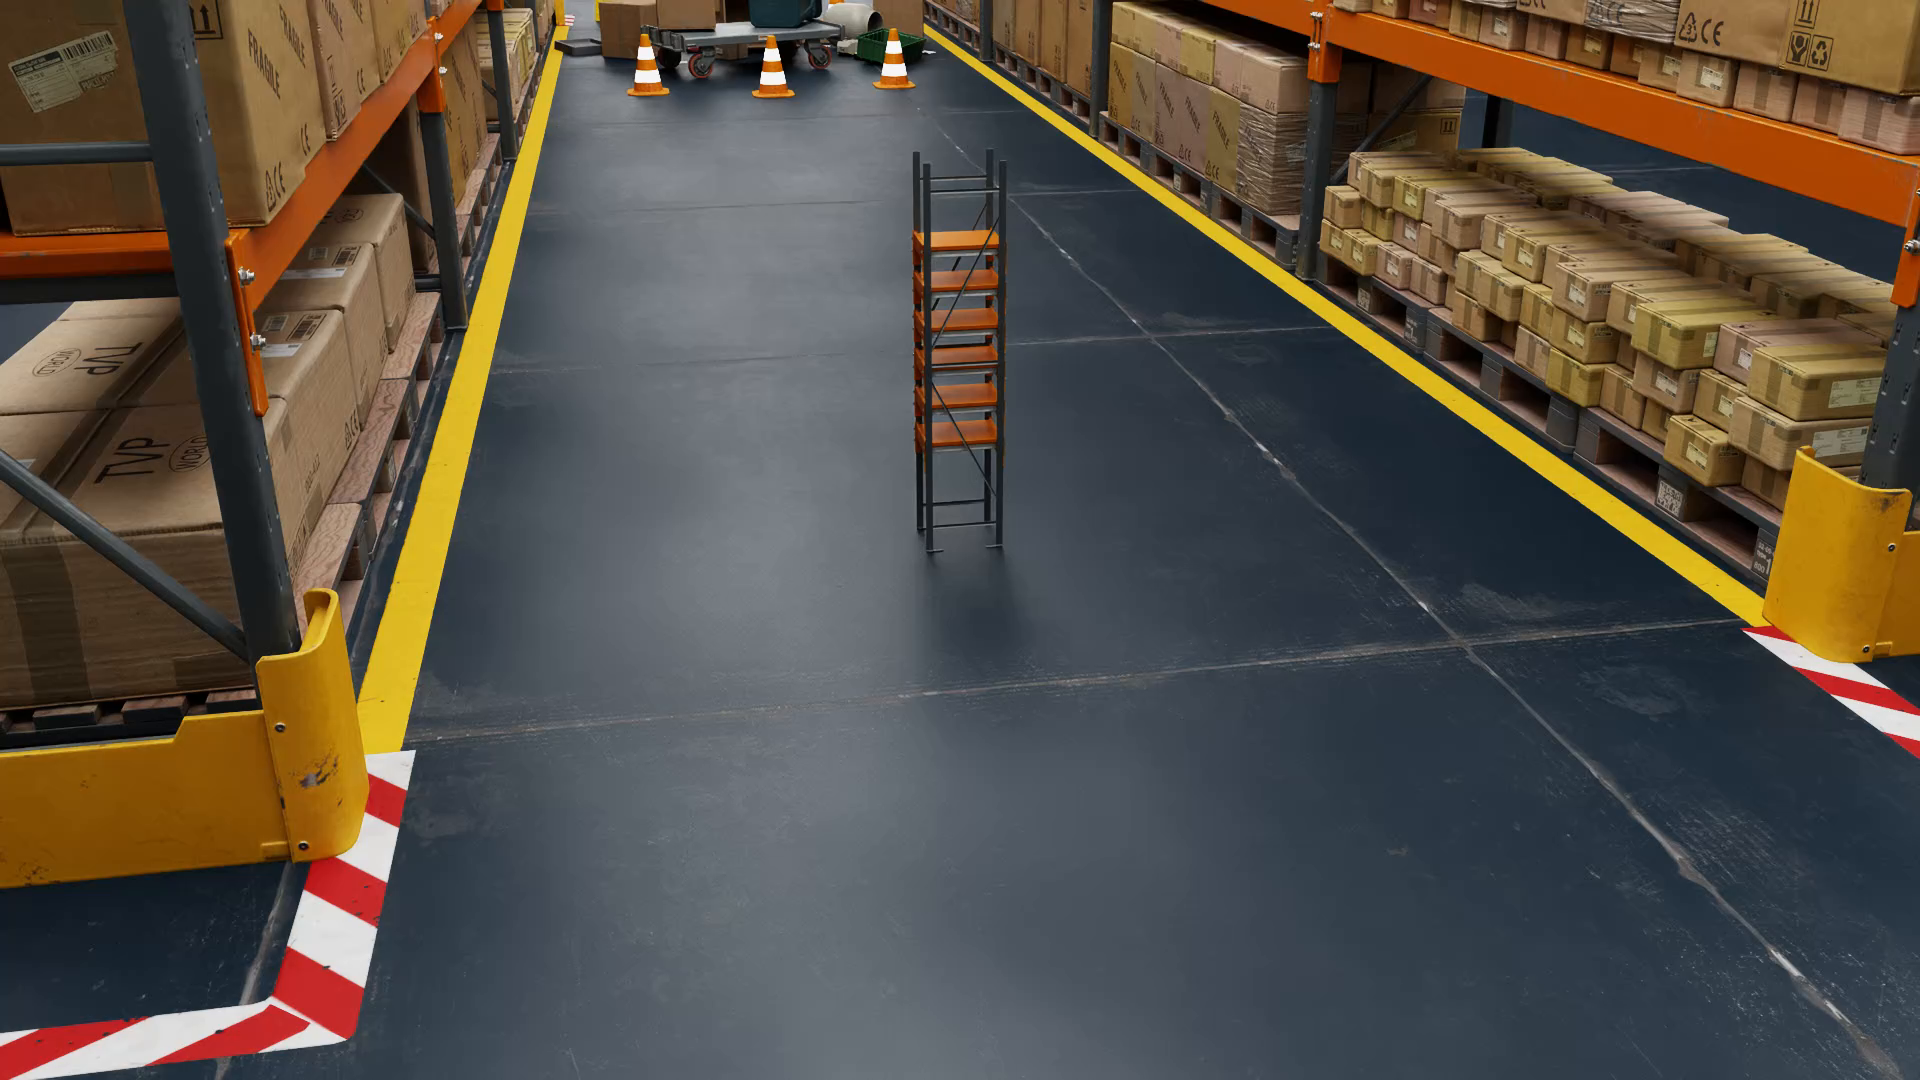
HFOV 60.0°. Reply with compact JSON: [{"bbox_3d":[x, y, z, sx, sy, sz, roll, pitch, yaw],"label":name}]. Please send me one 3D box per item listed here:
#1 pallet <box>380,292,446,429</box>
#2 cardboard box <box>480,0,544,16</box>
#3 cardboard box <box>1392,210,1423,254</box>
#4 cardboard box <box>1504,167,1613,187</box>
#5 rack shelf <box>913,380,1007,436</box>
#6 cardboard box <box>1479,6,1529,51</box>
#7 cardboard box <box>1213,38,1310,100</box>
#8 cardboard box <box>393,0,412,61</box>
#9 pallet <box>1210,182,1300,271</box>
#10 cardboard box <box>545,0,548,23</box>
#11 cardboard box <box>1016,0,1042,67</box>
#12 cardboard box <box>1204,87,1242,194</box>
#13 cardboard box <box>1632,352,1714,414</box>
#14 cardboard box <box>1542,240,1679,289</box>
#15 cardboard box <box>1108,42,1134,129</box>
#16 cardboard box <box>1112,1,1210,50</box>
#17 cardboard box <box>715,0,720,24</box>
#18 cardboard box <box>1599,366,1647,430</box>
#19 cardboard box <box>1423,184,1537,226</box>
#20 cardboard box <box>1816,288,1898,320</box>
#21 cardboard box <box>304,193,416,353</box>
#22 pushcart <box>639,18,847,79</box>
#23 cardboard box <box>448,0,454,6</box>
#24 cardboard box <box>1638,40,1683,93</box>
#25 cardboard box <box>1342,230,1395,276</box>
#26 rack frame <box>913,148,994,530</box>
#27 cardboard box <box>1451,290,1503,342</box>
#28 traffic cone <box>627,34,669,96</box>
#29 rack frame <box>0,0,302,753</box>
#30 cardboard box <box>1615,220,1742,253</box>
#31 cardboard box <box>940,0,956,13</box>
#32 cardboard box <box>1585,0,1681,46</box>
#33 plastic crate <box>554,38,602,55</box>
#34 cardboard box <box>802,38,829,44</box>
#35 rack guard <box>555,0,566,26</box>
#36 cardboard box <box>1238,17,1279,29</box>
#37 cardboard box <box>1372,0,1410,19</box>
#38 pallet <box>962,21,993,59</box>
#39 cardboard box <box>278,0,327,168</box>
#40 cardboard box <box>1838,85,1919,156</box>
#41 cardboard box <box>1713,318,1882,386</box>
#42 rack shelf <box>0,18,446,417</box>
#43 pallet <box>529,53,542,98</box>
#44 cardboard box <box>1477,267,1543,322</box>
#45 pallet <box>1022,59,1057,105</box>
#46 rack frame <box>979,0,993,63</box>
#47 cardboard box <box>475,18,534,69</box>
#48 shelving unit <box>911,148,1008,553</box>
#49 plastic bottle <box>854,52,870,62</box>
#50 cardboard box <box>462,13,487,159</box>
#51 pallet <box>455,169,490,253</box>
[{"bbox_3d":[-2.622,-0.702,6.594,1.003,0.211,1.213,-4,24,-10],"label":"pallet"},{"bbox_3d":[-4.009,-4.960,14.832,0.500,0.500,0.500,-3,24,-7],"label":"cardboard box"},{"bbox_3d":[2.128,-1.361,7.284,0.380,0.149,0.250,-4,24,-10],"label":"cardboard box"},{"bbox_3d":[2.621,-1.534,7.309,0.380,0.149,0.250,-5,24,-10],"label":"cardboard box"},{"bbox_3d":[-0.003,-0.405,5.089,0.258,0.103,0.180,-4,24,-10],"label":"rack shelf"},{"bbox_3d":[2.182,-1.926,6.226,0.380,0.149,0.250,-3,24,-7],"label":"cardboard box"},{"bbox_3d":[1.692,-2.559,9.023,0.500,0.250,0.500,-3,24,-7],"label":"cardboard box"},{"bbox_3d":[-2.249,-1.965,5.877,0.500,0.500,0.500,-5,24,-11],"label":"cardboard box"},{"bbox_3d":[2.014,-1.719,8.923,1.003,0.211,1.213,-4,24,-10],"label":"pallet"},{"bbox_3d":[-4.220,-5.034,15.939,0.500,0.250,0.500,-5,24,-10],"label":"cardboard box"},{"bbox_3d":[1.058,-4.382,13.822,1.050,0.750,0.750,-4,24,-10],"label":"cardboard box"},{"bbox_3d":[1.681,-2.212,9.166,0.500,0.500,0.500,-5,24,-11],"label":"cardboard box"},{"bbox_3d":[2.424,-0.531,5.383,0.380,0.149,0.250,-5,24,-12],"label":"cardboard box"},{"bbox_3d":[2.360,-0.981,6.043,0.380,0.149,0.250,-5,24,-12],"label":"cardboard box"},{"bbox_3d":[1.300,-3.014,11.003,0.500,0.500,0.500,-5,24,-12],"label":"cardboard box"},{"bbox_3d":[1.310,-3.366,10.871,0.500,0.250,0.500,-5,24,-12],"label":"cardboard box"},{"bbox_3d":[-2.092,-5.358,16.888,0.637,0.503,0.797,18,29,36],"label":"cardboard box"},{"bbox_3d":[2.427,-0.496,5.674,0.380,0.149,0.250,-4,24,-9],"label":"cardboard box"},{"bbox_3d":[2.178,-1.390,6.978,0.380,0.149,0.250,-5,24,-11],"label":"cardboard box"},{"bbox_3d":[3.047,-0.716,5.435,0.380,0.149,0.250,-4,24,-10],"label":"cardboard box"},{"bbox_3d":[-2.675,-1.048,6.579,0.875,0.438,0.875,-5,24,-11],"label":"cardboard box"},{"bbox_3d":[-1.934,-4.419,14.895,1.648,0.377,0.936,-13,27,-28],"label":"pushcart"},{"bbox_3d":[-2.605,-2.612,7.671,0.500,0.250,0.500,-5,24,-11],"label":"cardboard box"},{"bbox_3d":[2.401,-1.513,5.279,0.380,0.149,0.250,-5,24,-12],"label":"cardboard box"},{"bbox_3d":[1.961,-1.306,7.529,0.380,0.149,0.250,-4,24,-8],"label":"cardboard box"},{"bbox_3d":[-0.020,-0.592,5.105,0.240,1.200,0.006,-4,24,-10],"label":"rack frame"},{"bbox_3d":[2.191,-0.903,6.607,0.380,0.149,0.250,-5,24,-11],"label":"cardboard box"},{"bbox_3d":[-2.560,-3.885,13.567,0.336,0.463,0.334,-4,24,-10],"label":"traffic cone"},{"bbox_3d":[-1.946,-0.712,3.132,1.000,3.000,0.127,-4,24,-10],"label":"rack frame"},{"bbox_3d":[2.733,-1.116,6.351,0.380,0.149,0.250,-4,24,-10],"label":"cardboard box"},{"bbox_3d":[0.296,-6.022,17.421,0.875,0.875,0.875,-5,24,-11],"label":"cardboard box"},{"bbox_3d":[2.370,-1.859,5.263,0.500,0.500,0.500,-4,24,-10],"label":"cardboard box"},{"bbox_3d":[-3.650,-4.772,16.076,0.402,0.080,0.583,-13,27,-28],"label":"plastic crate"},{"bbox_3d":[-1.447,-5.125,16.652,0.396,0.266,0.258,0,24,-1],"label":"cardboard box"},{"bbox_3d":[-4.891,-5.830,17.973,1.175,0.500,0.348,-4,24,-10],"label":"rack guard"},{"bbox_3d":[1.987,-3.007,10.048,0.500,0.250,0.500,-4,24,-9],"label":"cardboard box"},{"bbox_3d":[2.011,-2.344,7.184,0.380,0.149,0.250,-4,24,-8],"label":"cardboard box"},{"bbox_3d":[0.617,-4.865,16.125,1.003,0.211,1.213,-4,24,-10],"label":"pallet"},{"bbox_3d":[-1.874,-1.165,4.044,0.500,0.500,0.500,-5,24,-11],"label":"cardboard box"},{"bbox_3d":[2.561,-1.110,4.358,0.380,0.149,0.250,-4,24,-10],"label":"cardboard box"},{"bbox_3d":[2.563,-0.569,5.099,0.380,0.149,0.250,-4,24,-9],"label":"cardboard box"},{"bbox_3d":[-2.316,-1.169,5.077,1.077,0.370,4.000,-4,24,-10],"label":"rack shelf"},{"bbox_3d":[-4.020,-3.848,13.796,1.003,0.211,1.213,-4,24,-10],"label":"pallet"},{"bbox_3d":[2.208,-0.942,6.325,0.380,0.149,0.250,-4,24,-9],"label":"cardboard box"},{"bbox_3d":[1.126,-3.781,13.644,1.003,0.211,1.213,-4,24,-10],"label":"pallet"},{"bbox_3d":[0.681,-5.838,14.869,1.000,3.000,0.127,-4,24,-10],"label":"rack frame"},{"bbox_3d":[-3.930,-3.931,13.262,0.950,0.372,0.625,-3,24,-6],"label":"cardboard box"},{"bbox_3d":[-0.003,-0.556,5.023,0.258,1.200,0.189,-4,24,-10],"label":"shelving unit"},{"bbox_3d":[-0.854,-4.488,15.450,0.133,0.061,0.283,-19,30,-37],"label":"plastic bottle"},{"bbox_3d":[-3.380,-2.799,10.042,0.875,0.875,0.875,-5,24,-10],"label":"cardboard box"},{"bbox_3d":[-3.132,-1.786,9.076,1.003,0.211,1.213,-4,24,-10],"label":"pallet"}]
